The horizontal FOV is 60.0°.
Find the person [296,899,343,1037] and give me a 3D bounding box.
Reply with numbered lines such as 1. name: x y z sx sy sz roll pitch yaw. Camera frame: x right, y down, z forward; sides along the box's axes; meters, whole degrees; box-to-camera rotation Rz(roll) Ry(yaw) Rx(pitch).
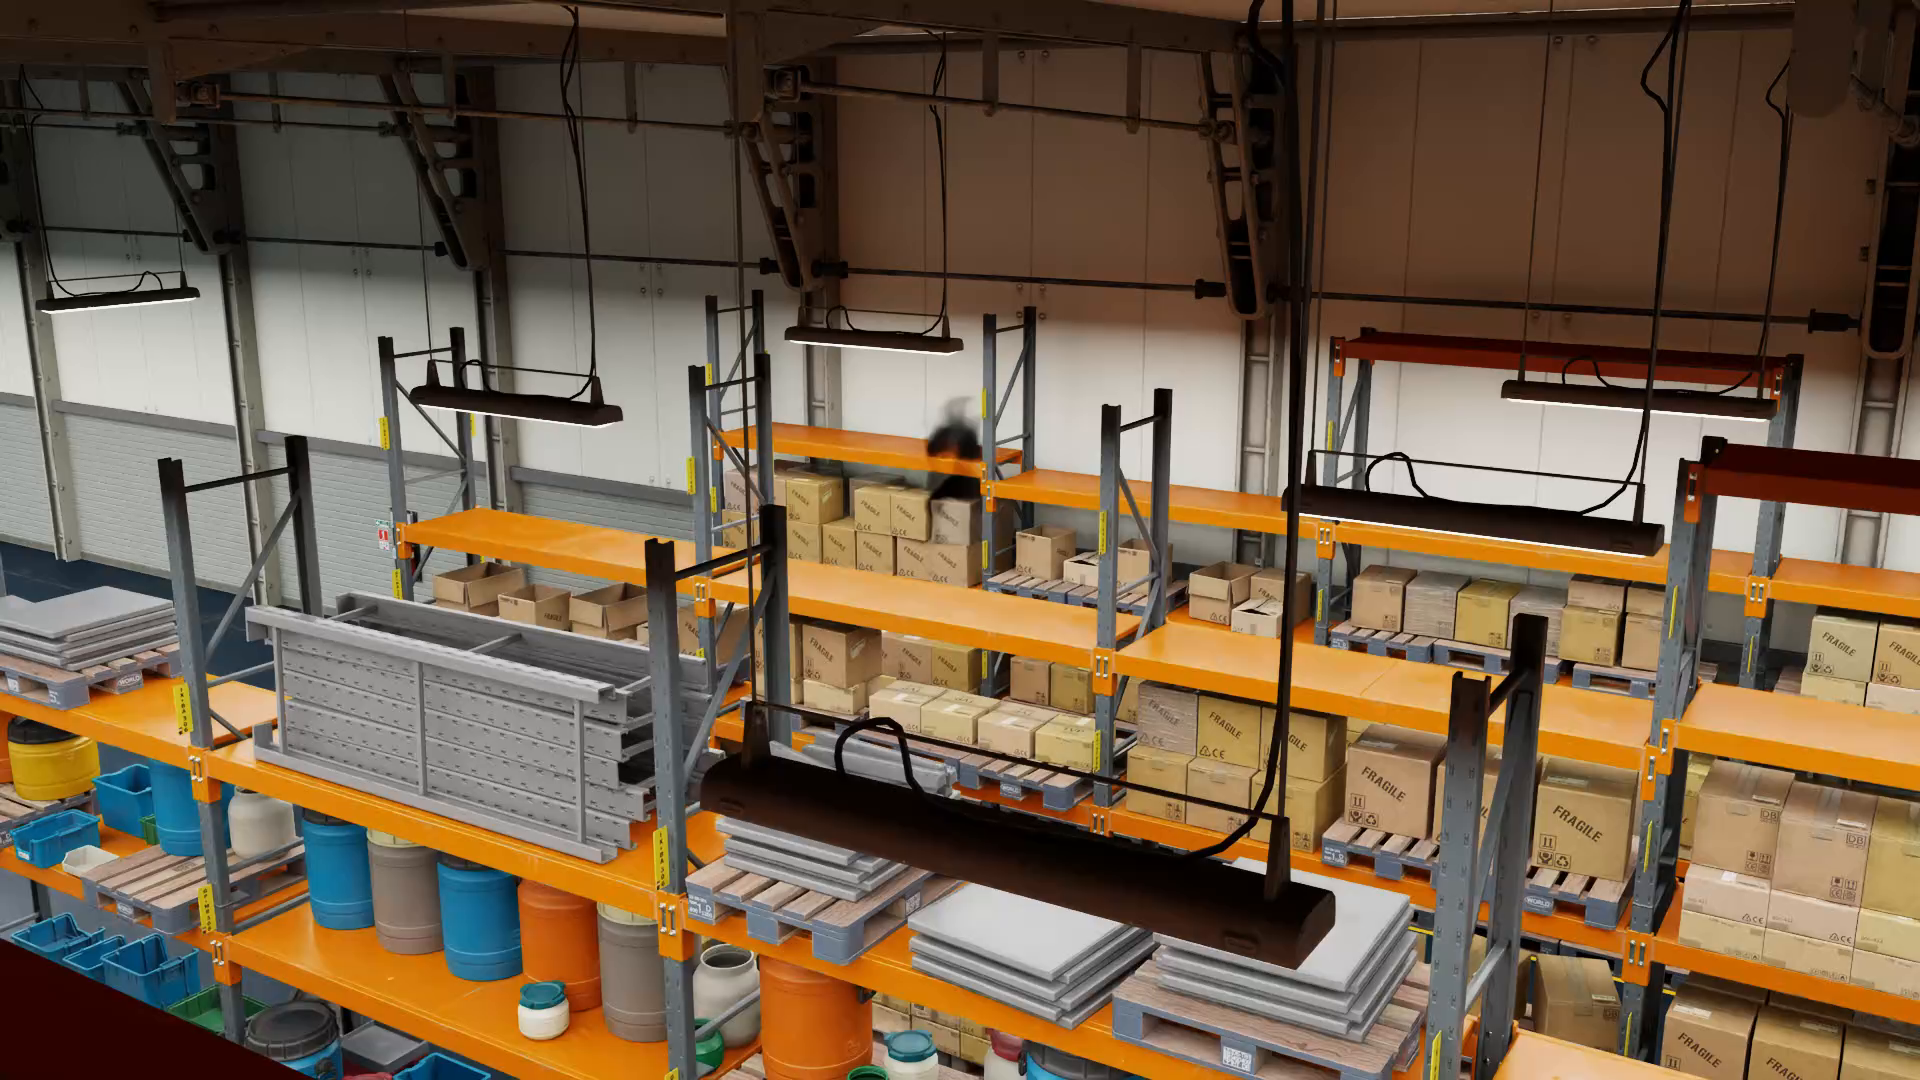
1. person: -5.445 3.850 14.162 0.781 1.752 0.599 10 17 34
